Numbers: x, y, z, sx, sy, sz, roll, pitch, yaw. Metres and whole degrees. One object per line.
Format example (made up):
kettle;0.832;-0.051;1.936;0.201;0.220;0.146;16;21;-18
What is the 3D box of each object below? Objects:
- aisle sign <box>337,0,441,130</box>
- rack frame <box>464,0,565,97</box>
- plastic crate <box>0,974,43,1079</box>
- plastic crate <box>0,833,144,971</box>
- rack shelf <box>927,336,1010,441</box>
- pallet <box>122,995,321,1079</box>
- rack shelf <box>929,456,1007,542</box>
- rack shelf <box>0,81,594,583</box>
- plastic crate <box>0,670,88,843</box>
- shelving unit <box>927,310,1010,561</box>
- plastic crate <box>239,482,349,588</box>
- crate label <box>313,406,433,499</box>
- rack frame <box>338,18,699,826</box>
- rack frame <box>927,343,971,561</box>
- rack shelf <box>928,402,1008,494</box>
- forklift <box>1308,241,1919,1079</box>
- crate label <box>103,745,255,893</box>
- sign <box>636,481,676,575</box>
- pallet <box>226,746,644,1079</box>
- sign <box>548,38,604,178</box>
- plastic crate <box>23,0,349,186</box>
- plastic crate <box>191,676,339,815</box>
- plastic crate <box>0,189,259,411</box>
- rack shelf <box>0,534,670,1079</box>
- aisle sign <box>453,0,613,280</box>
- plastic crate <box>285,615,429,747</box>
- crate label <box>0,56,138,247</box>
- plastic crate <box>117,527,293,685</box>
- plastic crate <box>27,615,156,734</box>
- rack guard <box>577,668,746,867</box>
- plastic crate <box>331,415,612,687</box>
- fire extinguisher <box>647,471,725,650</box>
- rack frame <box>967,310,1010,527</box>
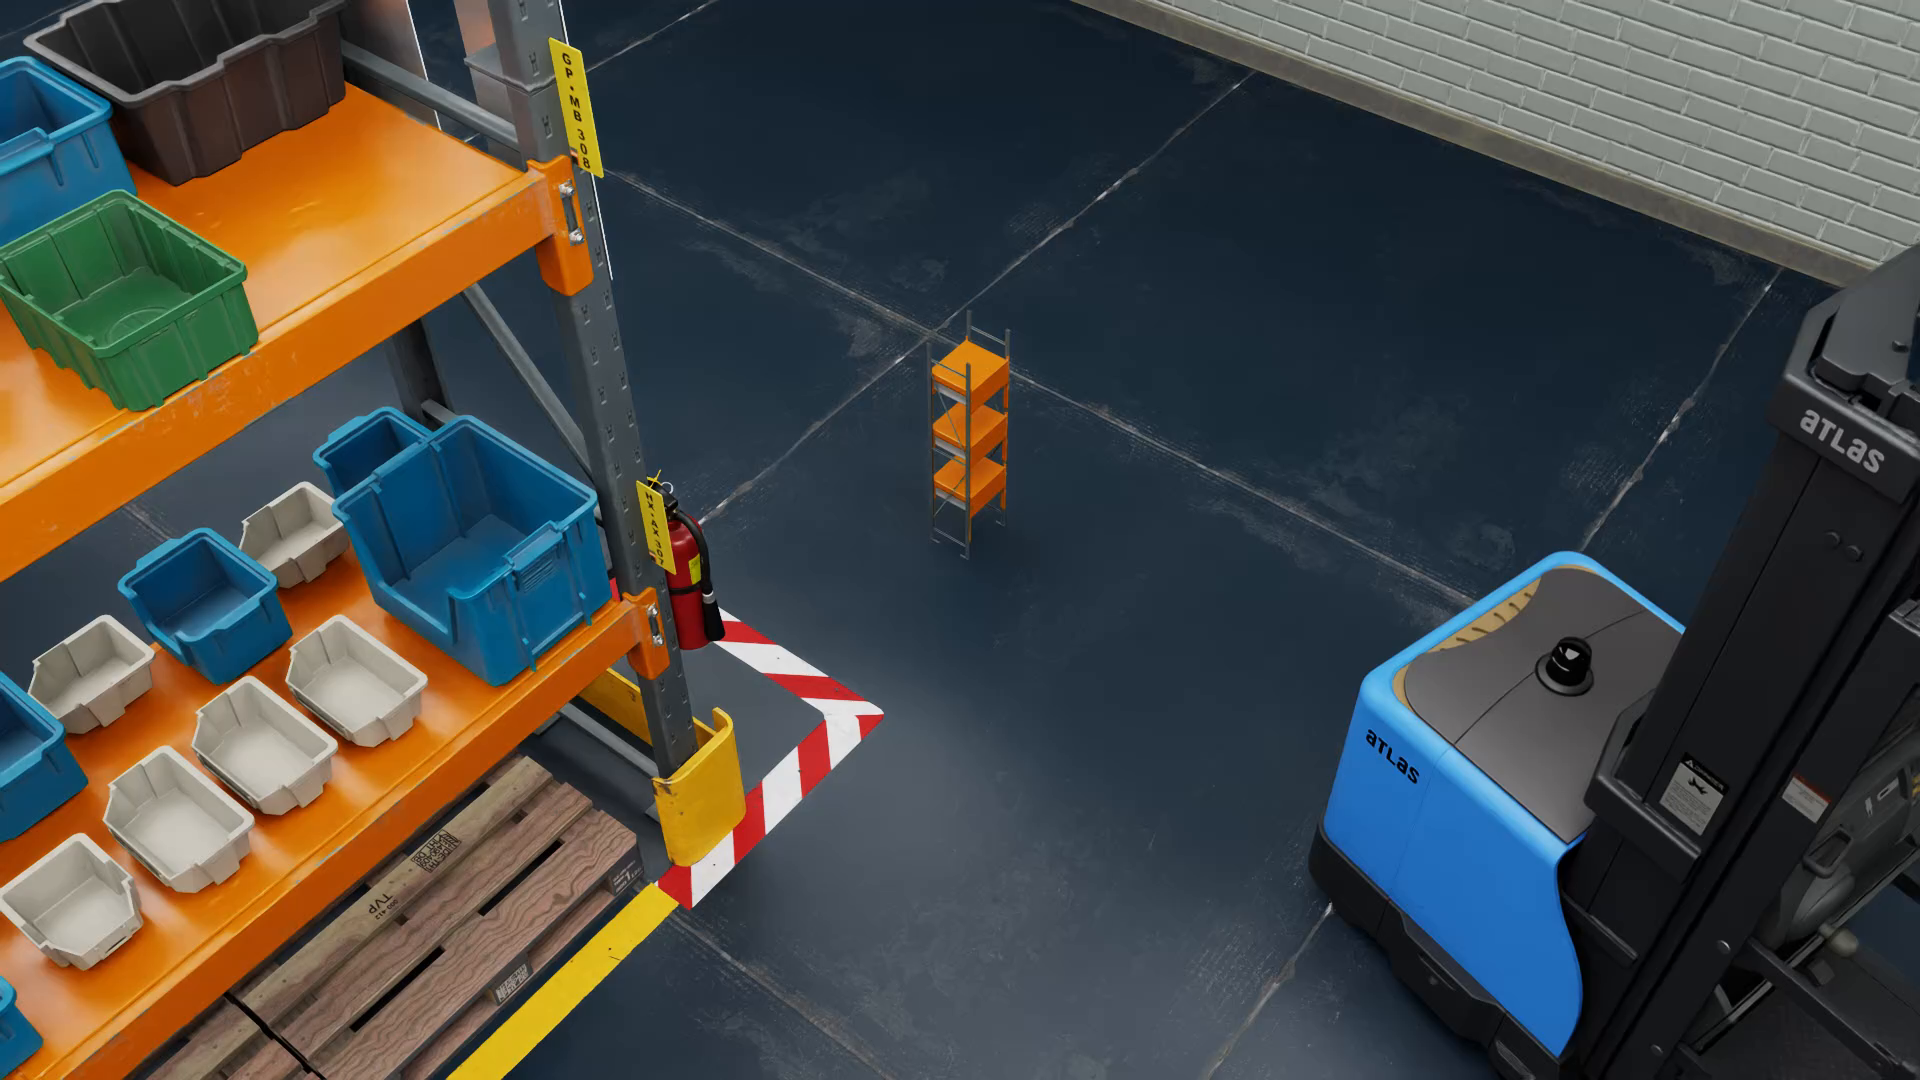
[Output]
aisle sign;-1.505;-1.281;4.266;0.394;0.787;0.004;29;53;25
rack frame;-1.314;-2.282;2.872;1.000;3.000;0.127;29;53;25
plastic crate;-2.367;1.115;3.849;0.416;0.233;0.300;29;53;25
plastic crate;-2.175;0.914;4.108;0.298;0.136;0.250;29;53;25
rack shelf;0.033;-0.582;6.367;0.215;0.259;0.240;29;53;25
pallet;-2.595;1.903;4.951;1.003;0.211;1.213;29;53;25
rack shelf;0.033;-0.194;6.773;0.215;0.259;0.240;29;53;25
rack shelf;-2.537;0.147;3.123;1.077;0.370;4.000;29;53;25
plastic crate;-2.531;0.576;4.364;0.416;0.233;0.300;29;53;25
shelving unit;0.033;-0.393;6.564;0.215;1.050;0.252;29;53;25
plastic crate;-1.987;0.003;4.978;0.250;0.136;0.298;29;53;25
crate label;-1.726;-0.177;5.084;0.416;0.233;0.303;29;53;25
rack frame;-1.314;-0.210;5.041;1.000;3.000;0.127;29;53;25
rack frame;-0.042;-0.323;6.498;0.200;1.050;0.008;29;53;25
rack shelf;0.033;-0.386;6.572;0.215;0.259;0.240;29;53;25
forklift;2.477;0.807;4.117;1.130;2.935;3.031;-28;52;-24
crate label;-2.009;0.737;4.278;0.396;0.136;0.243;29;53;25
sign;-0.869;-0.033;4.759;0.100;0.325;0.005;29;53;25
pallet;-1.849;1.208;5.615;1.003;0.211;1.213;29;53;25
sign;-0.869;-0.976;3.771;0.100;0.325;0.005;29;53;25
plastic crate;-1.770;-1.104;3.911;0.497;0.269;0.590;29;53;25
plastic crate;-1.858;0.566;4.440;0.396;0.136;0.243;29;53;25
plastic crate;-1.691;-0.482;3.373;0.450;0.188;0.336;29;53;25
rack shelf;-2.537;1.183;4.208;1.077;0.370;4.000;29;53;25
aisle sign;-1.038;-1.020;4.017;0.394;0.787;0.004;29;53;25
plastic crate;-1.670;0.407;4.592;0.396;0.136;0.243;29;53;25
crate label;-2.134;-0.810;3.642;0.408;0.251;0.502;29;53;25
plastic crate;-2.128;0.199;4.724;0.416;0.233;0.300;29;53;25
plastic crate;-2.402;0.391;4.608;0.250;0.136;0.298;29;53;25
rack guard;-1.310;0.634;5.964;1.175;0.500;0.348;29;53;25
plastic crate;-1.371;0.031;4.745;0.616;0.435;0.499;29;53;25
fire extinguisher;-0.862;0.060;5.094;0.296;0.674;0.183;29;53;25
rack frame;0.107;-0.463;6.631;0.200;1.050;0.008;29;53;25
